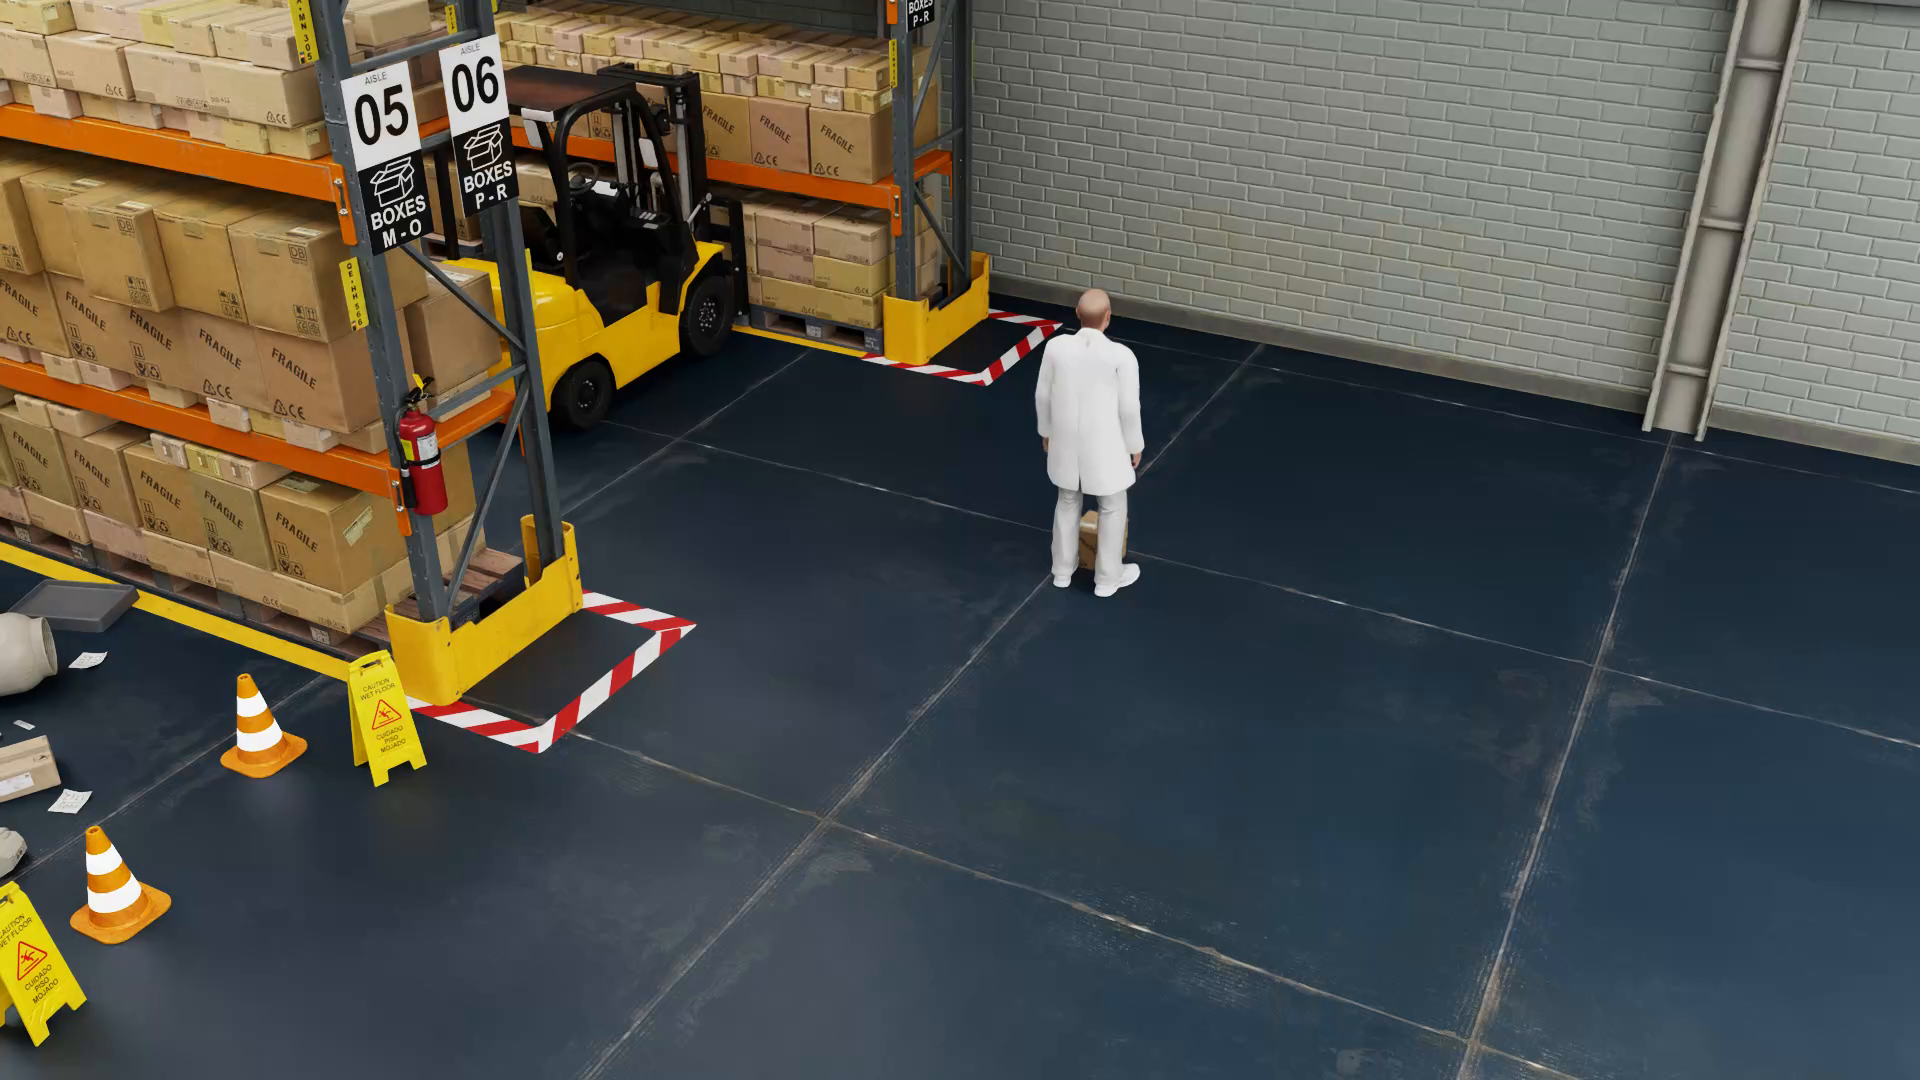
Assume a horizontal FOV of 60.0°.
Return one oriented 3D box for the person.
[{"bbox_3d":[0.722,-0.540,9.261,0.625,1.774,0.427,13,32,22],"label":"person"}]
